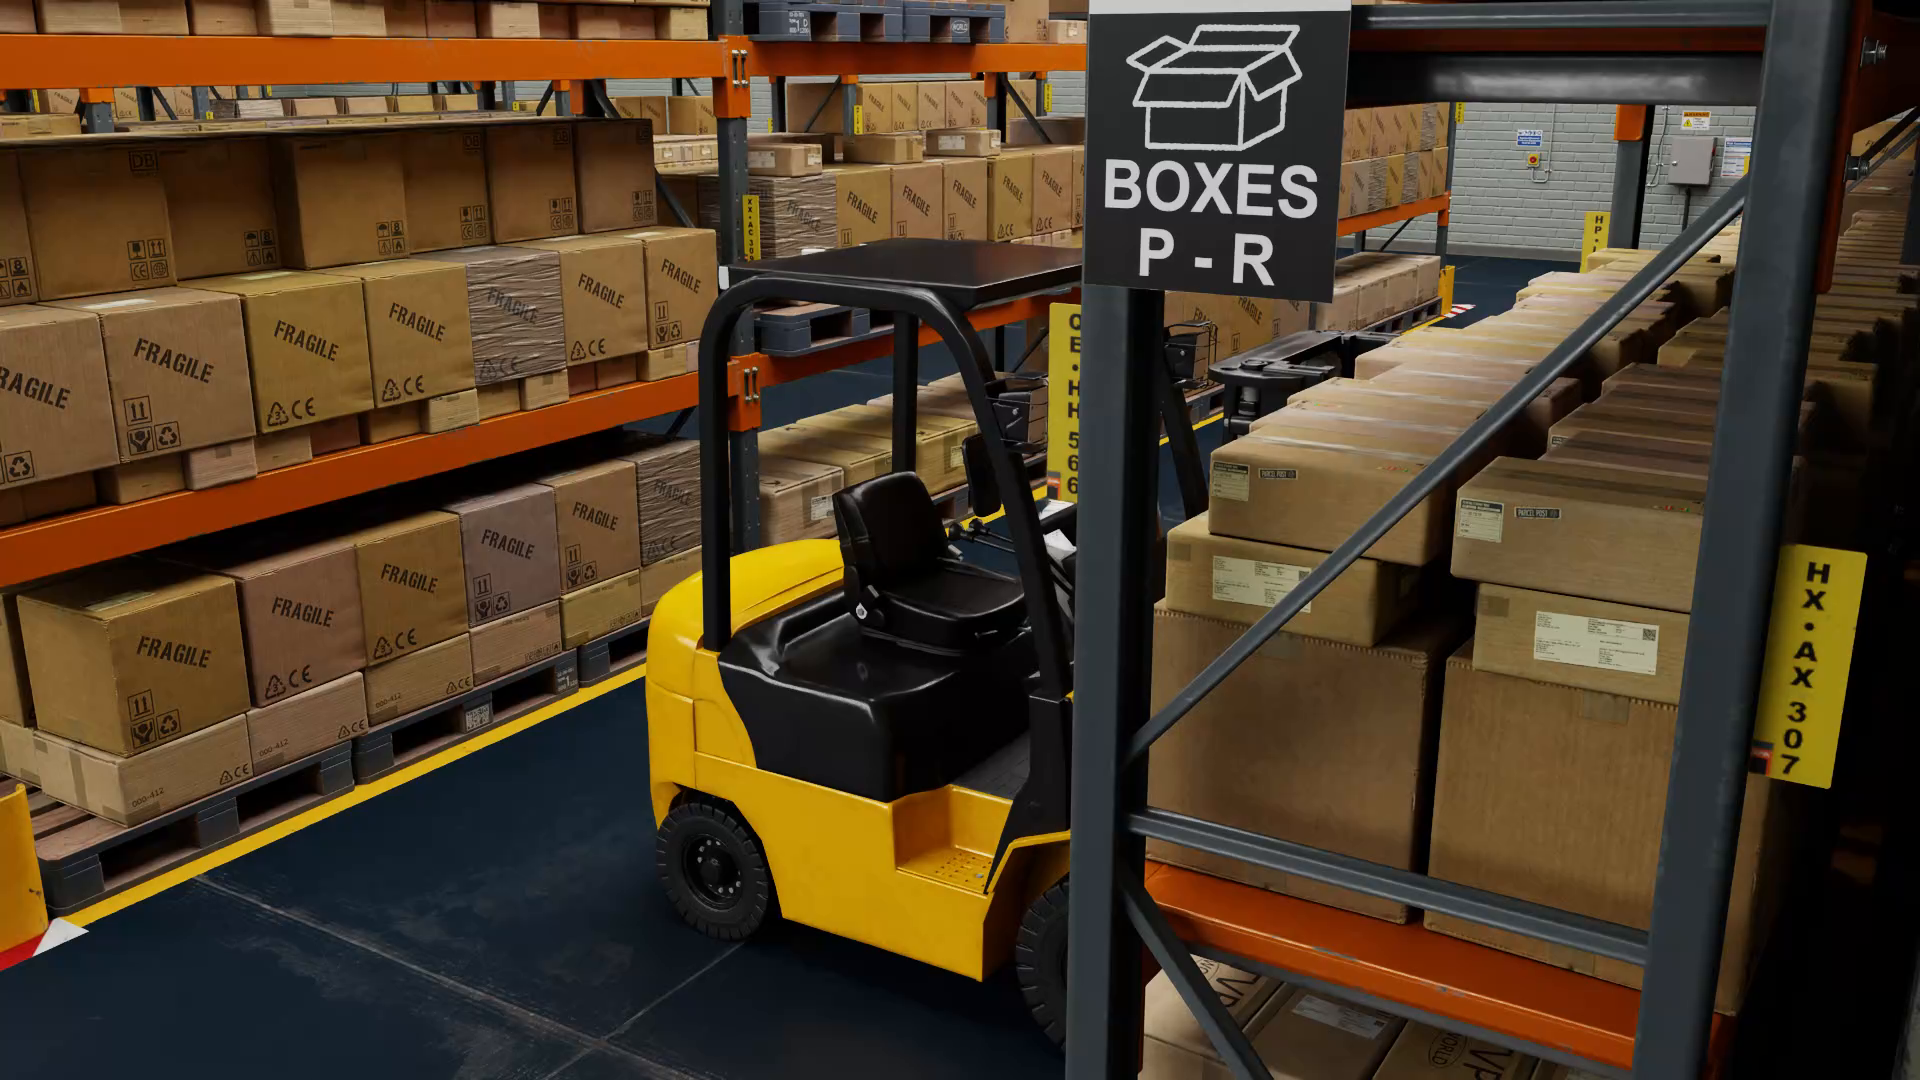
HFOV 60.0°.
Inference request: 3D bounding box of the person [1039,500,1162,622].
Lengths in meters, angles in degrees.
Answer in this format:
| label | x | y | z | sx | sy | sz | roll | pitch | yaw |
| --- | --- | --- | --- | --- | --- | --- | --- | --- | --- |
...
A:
| label | x | y | z | sx | sy | sz | roll | pitch | yaw |
| --- | --- | --- | --- | --- | --- | --- | --- | --- | --- |
| person | 0.629 | 0.006 | 7.712 | 0.538 | 1.055 | 0.826 | 10 | 19 | 30 |
